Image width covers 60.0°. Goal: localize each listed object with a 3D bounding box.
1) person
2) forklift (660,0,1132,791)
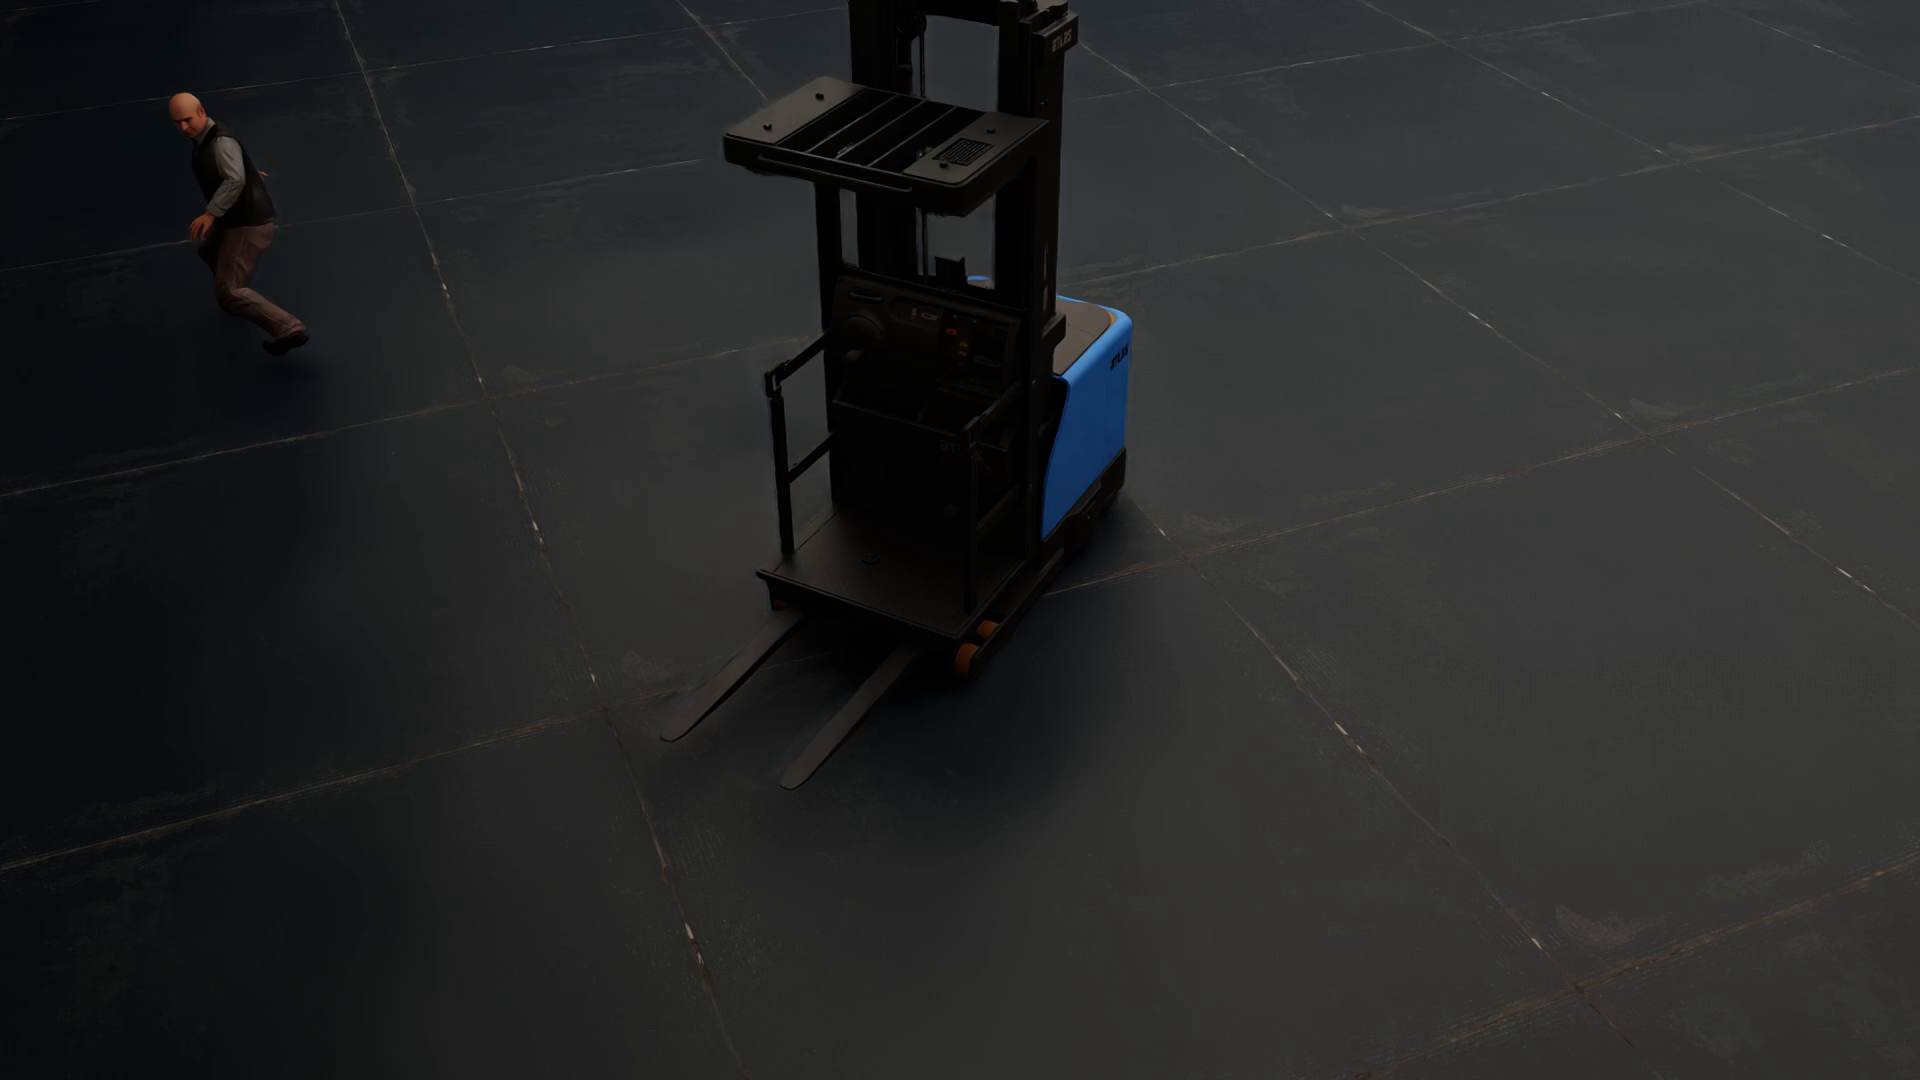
[{"bbox_3d":[-4.395,-1.932,10.060,0.537,1.633,1.160,-13,37,-18],"label":"person"},{"bbox_3d":[-0.263,-0.852,7.296,1.130,2.935,3.031,17,39,23],"label":"forklift"}]
